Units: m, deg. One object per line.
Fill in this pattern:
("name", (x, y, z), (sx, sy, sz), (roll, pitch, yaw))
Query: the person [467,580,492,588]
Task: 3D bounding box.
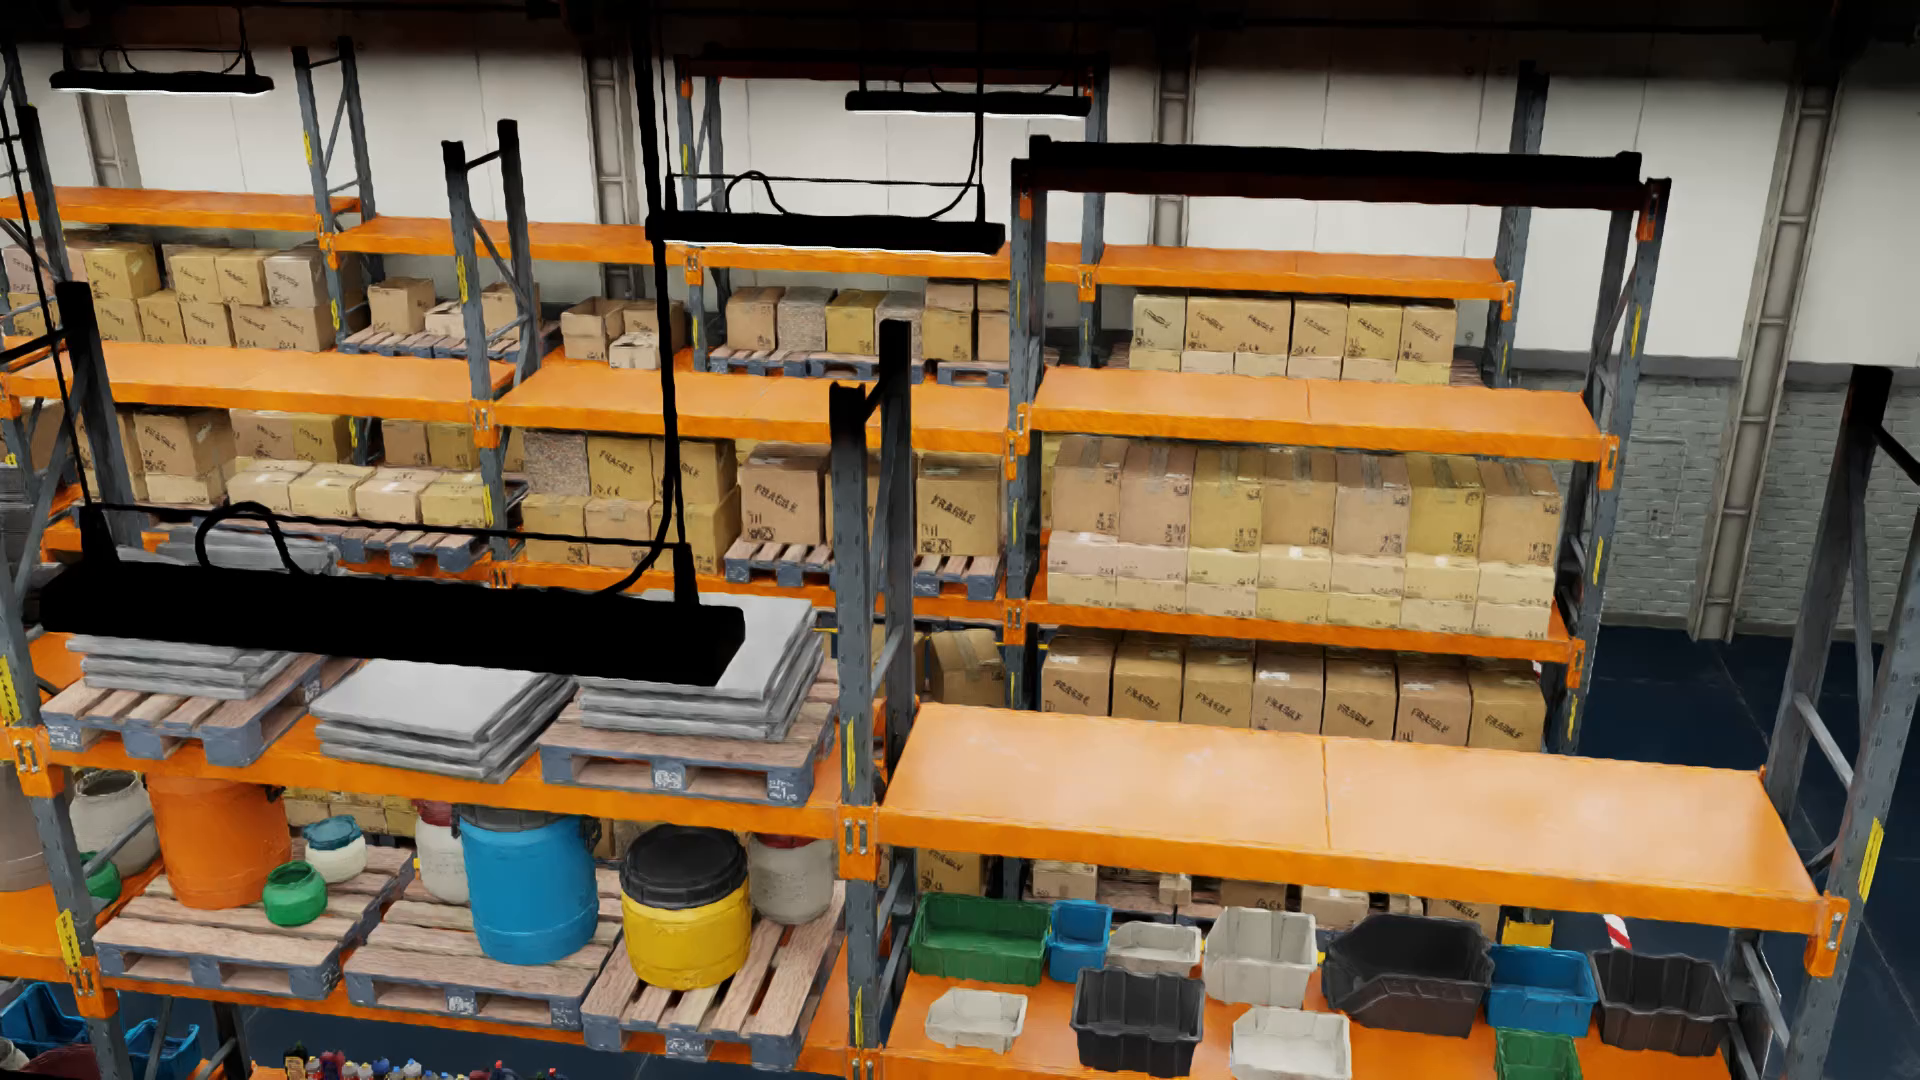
("person", (-4.786, 0.638, 16.854), (0.957, 1.533, 0.411), (1, 23, 1))
